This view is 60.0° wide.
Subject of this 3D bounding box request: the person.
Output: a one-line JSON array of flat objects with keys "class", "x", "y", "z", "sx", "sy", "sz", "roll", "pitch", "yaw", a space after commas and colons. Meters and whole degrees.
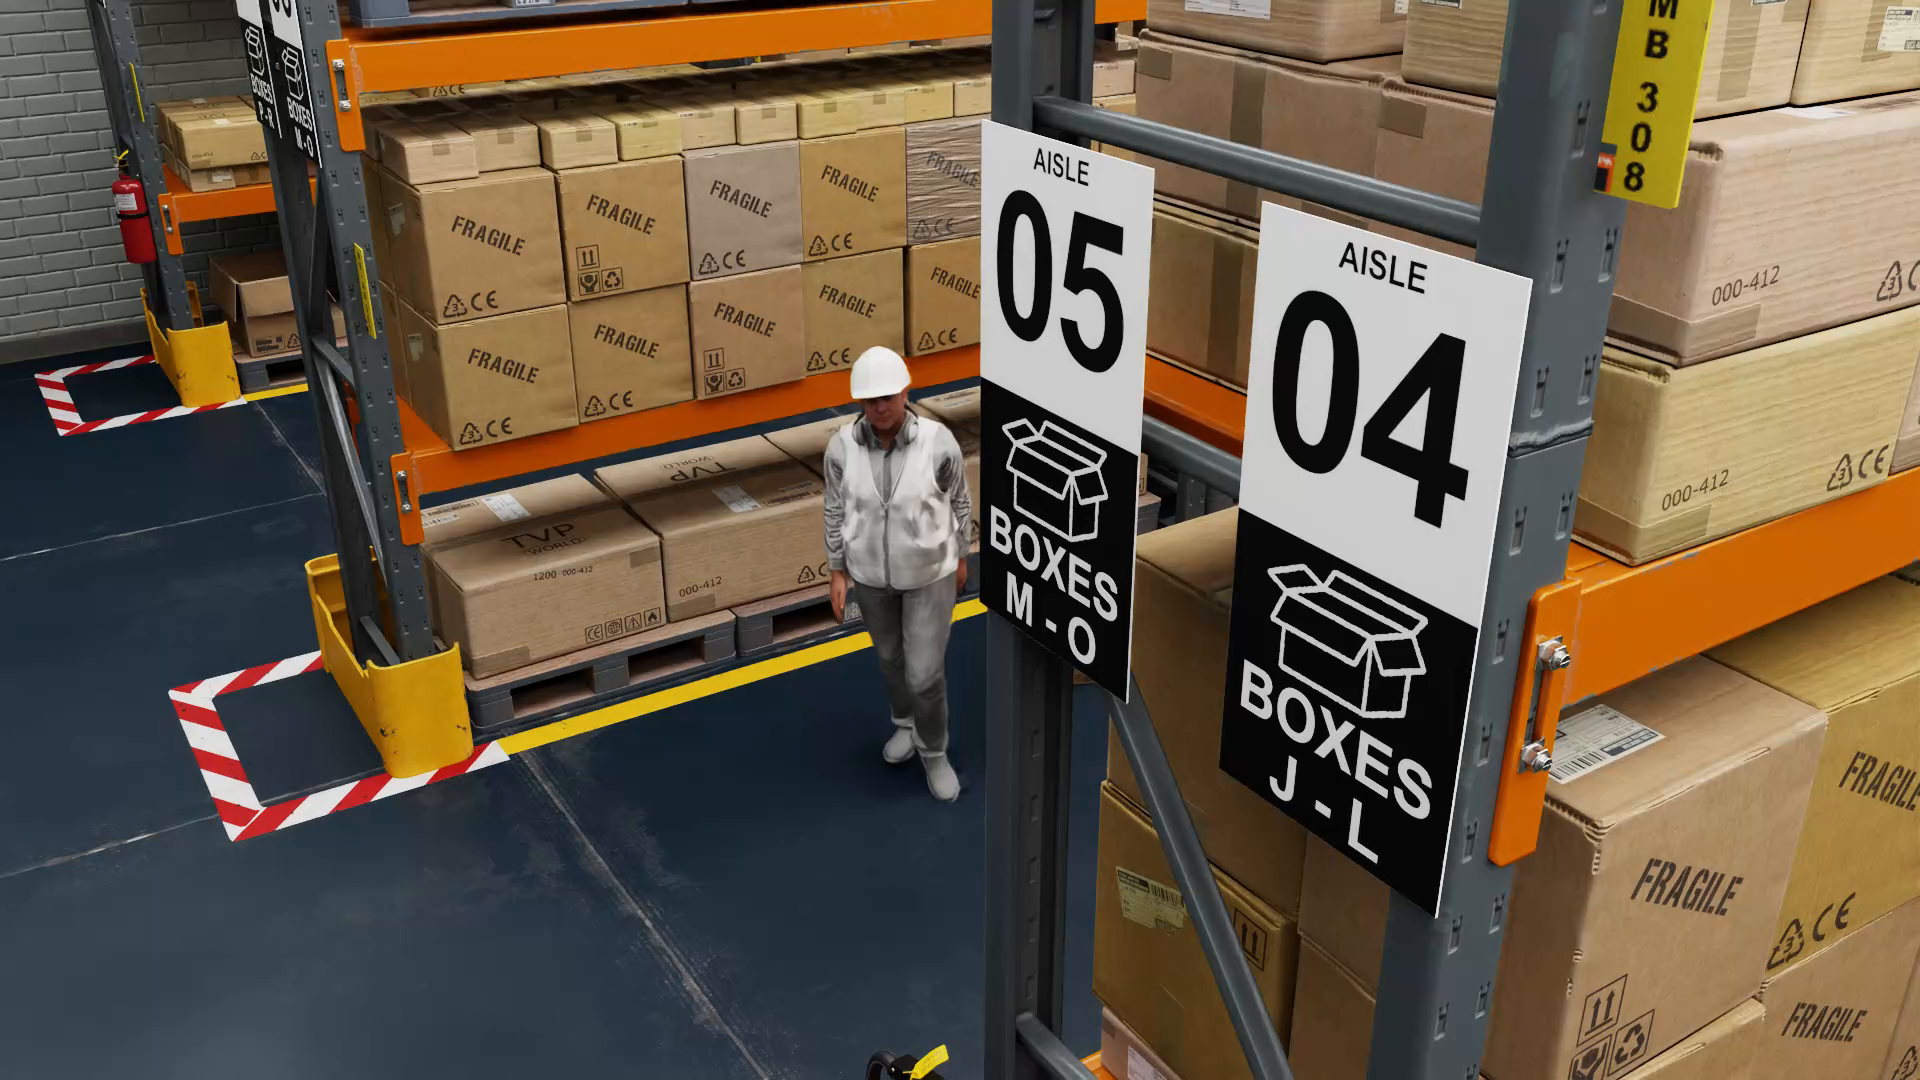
[{"class": "person", "x": -0.229, "y": 0.109, "z": 6.330, "sx": 0.542, "sy": 1.797, "sz": 0.514, "roll": 6, "pitch": 26, "yaw": 13}]
